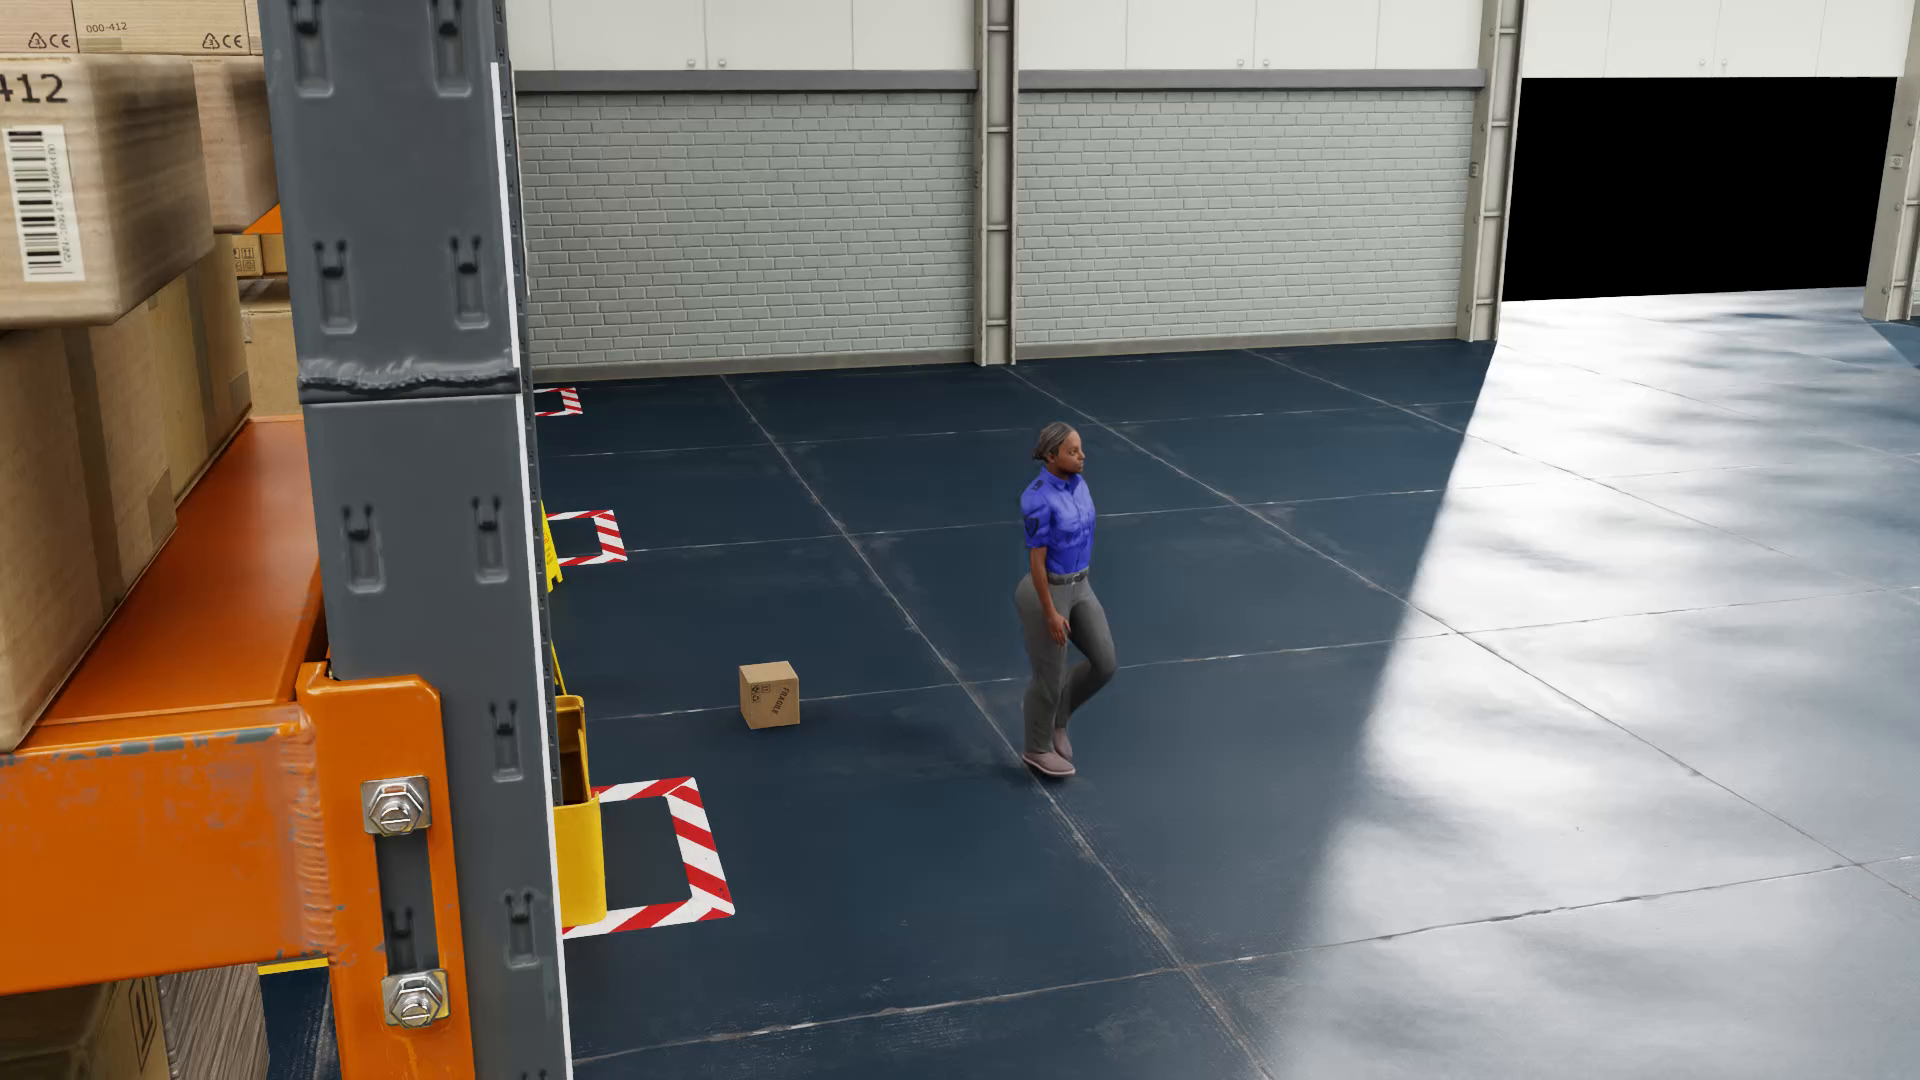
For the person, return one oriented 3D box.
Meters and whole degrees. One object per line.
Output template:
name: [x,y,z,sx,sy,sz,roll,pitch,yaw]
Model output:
person: [0.453,0.376,7.541,0.433,1.463,0.438,13,21,38]
